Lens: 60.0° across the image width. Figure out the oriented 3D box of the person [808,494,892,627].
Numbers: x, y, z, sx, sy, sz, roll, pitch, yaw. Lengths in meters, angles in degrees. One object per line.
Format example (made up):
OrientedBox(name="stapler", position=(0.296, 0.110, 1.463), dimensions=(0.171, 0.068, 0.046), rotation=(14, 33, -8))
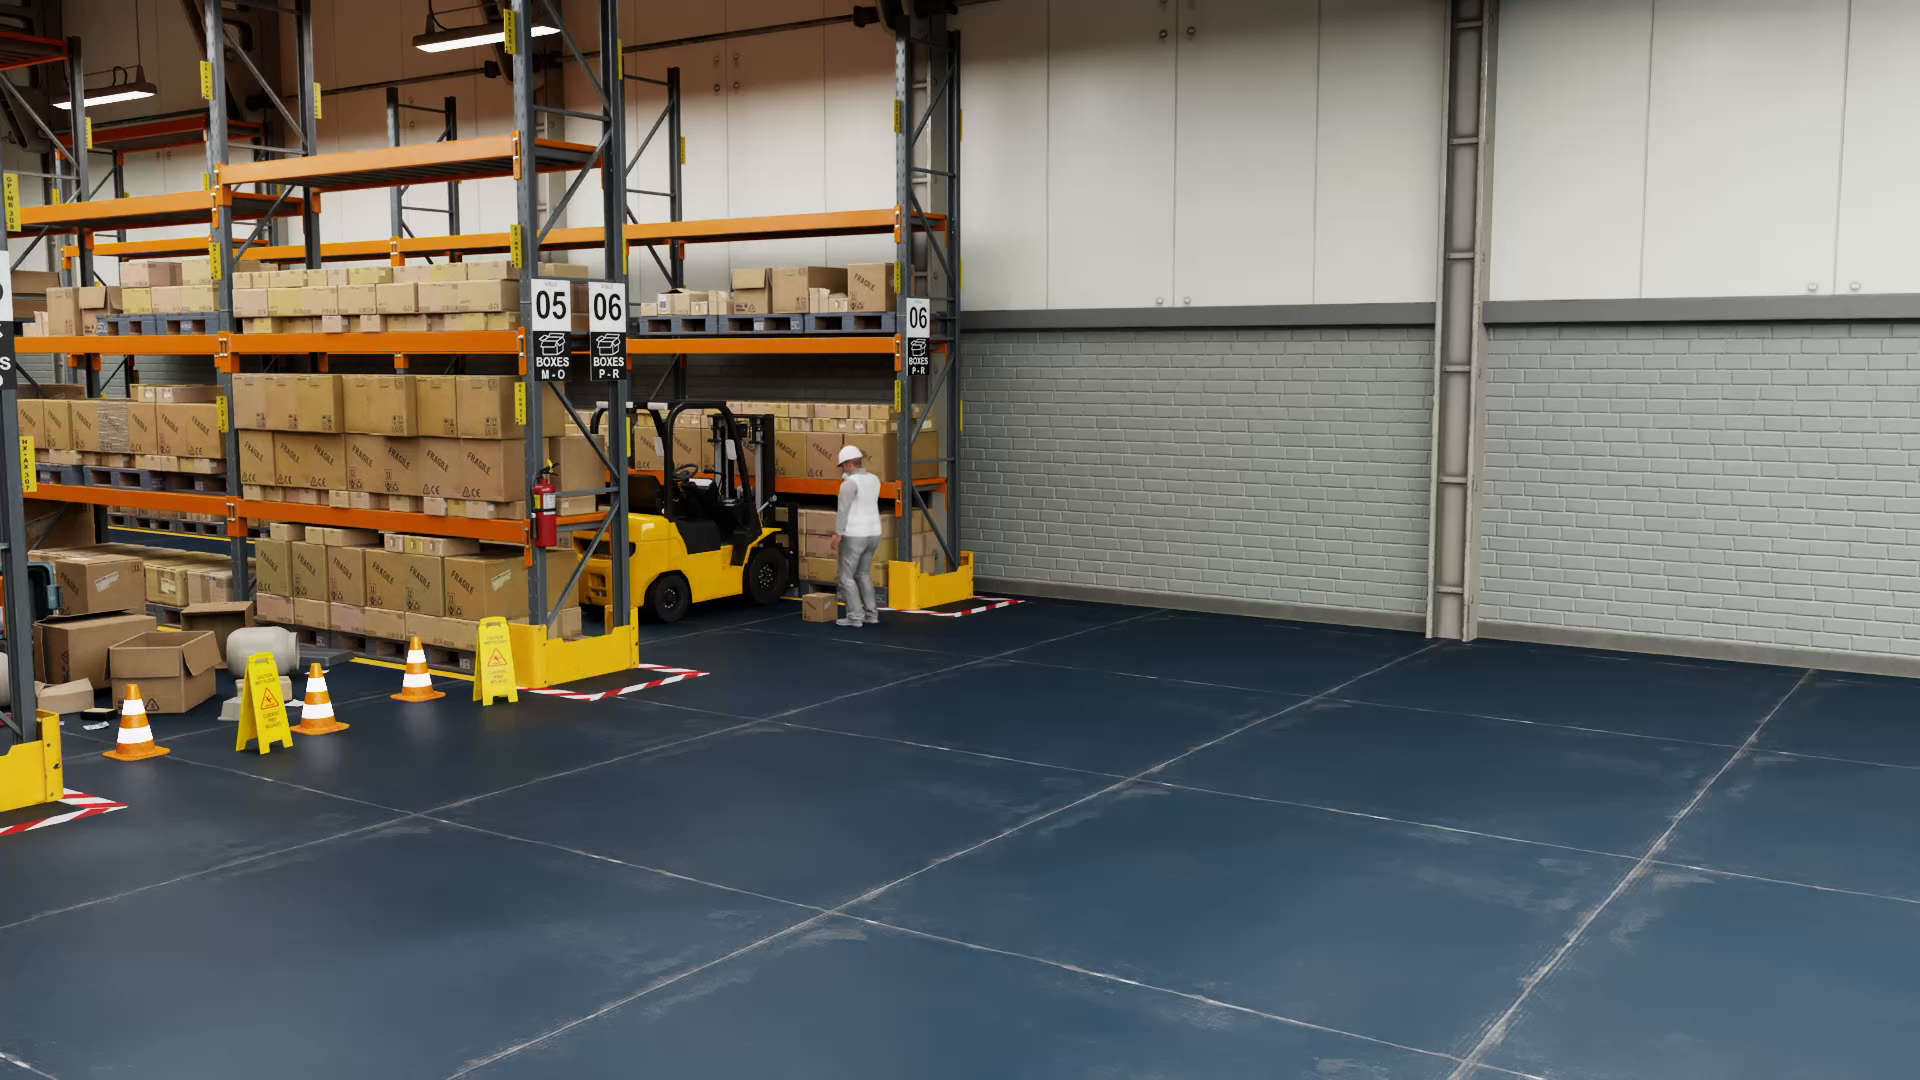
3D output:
OrientedBox(name="person", position=(-1.096, 0.193, 16.222), dimensions=(0.834, 1.268, 0.582), rotation=(4, 7, 33))
